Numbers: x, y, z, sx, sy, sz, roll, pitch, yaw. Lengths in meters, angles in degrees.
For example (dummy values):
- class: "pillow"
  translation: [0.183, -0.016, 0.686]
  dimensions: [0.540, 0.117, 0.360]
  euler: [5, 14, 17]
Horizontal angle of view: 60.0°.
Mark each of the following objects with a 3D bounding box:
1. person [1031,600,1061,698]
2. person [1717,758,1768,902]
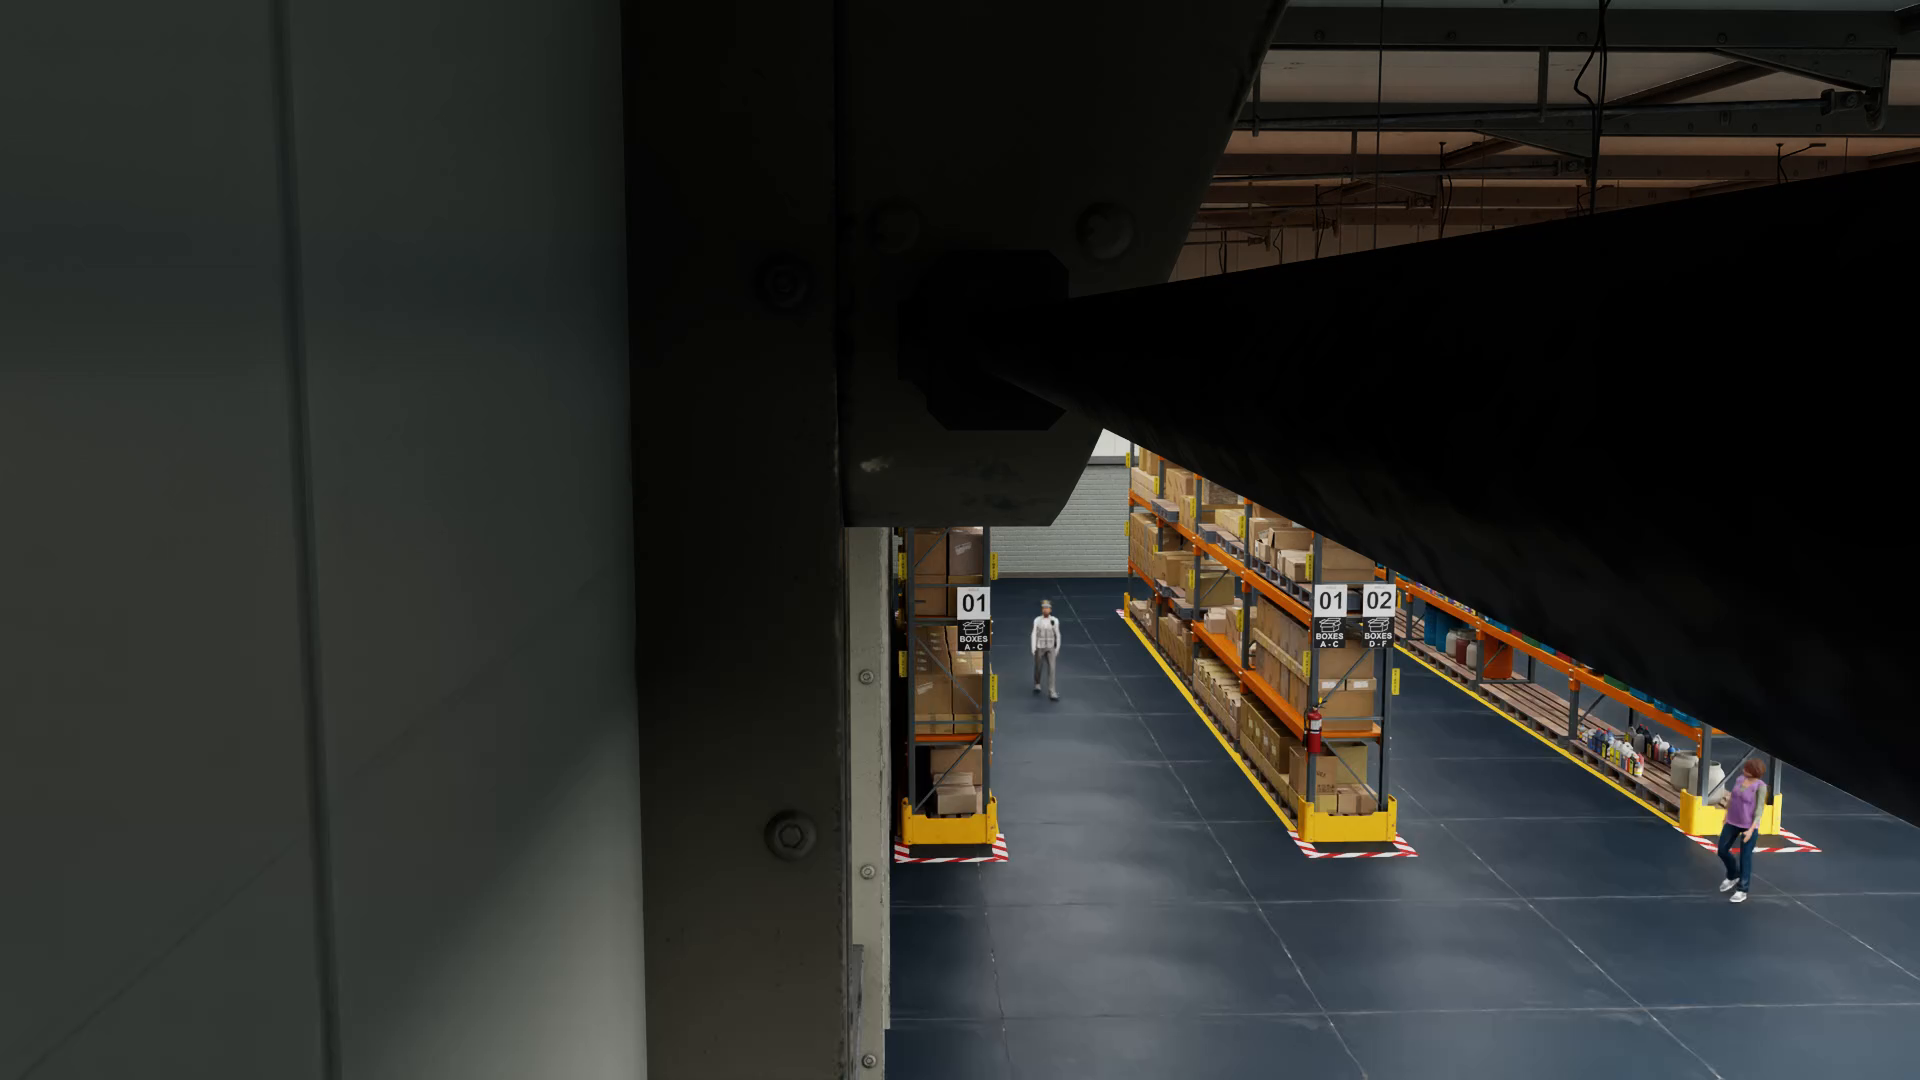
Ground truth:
- class: "person"
  translation: [1.477, 1.848, 28.586]
  dimensions: [0.555, 1.641, 0.959]
  euler: [-1, 7, -9]
- class: "person"
  translation: [8.643, 3.187, 18.438]
  dimensions: [0.461, 1.594, 0.490]
  euler: [-5, 9, -35]
